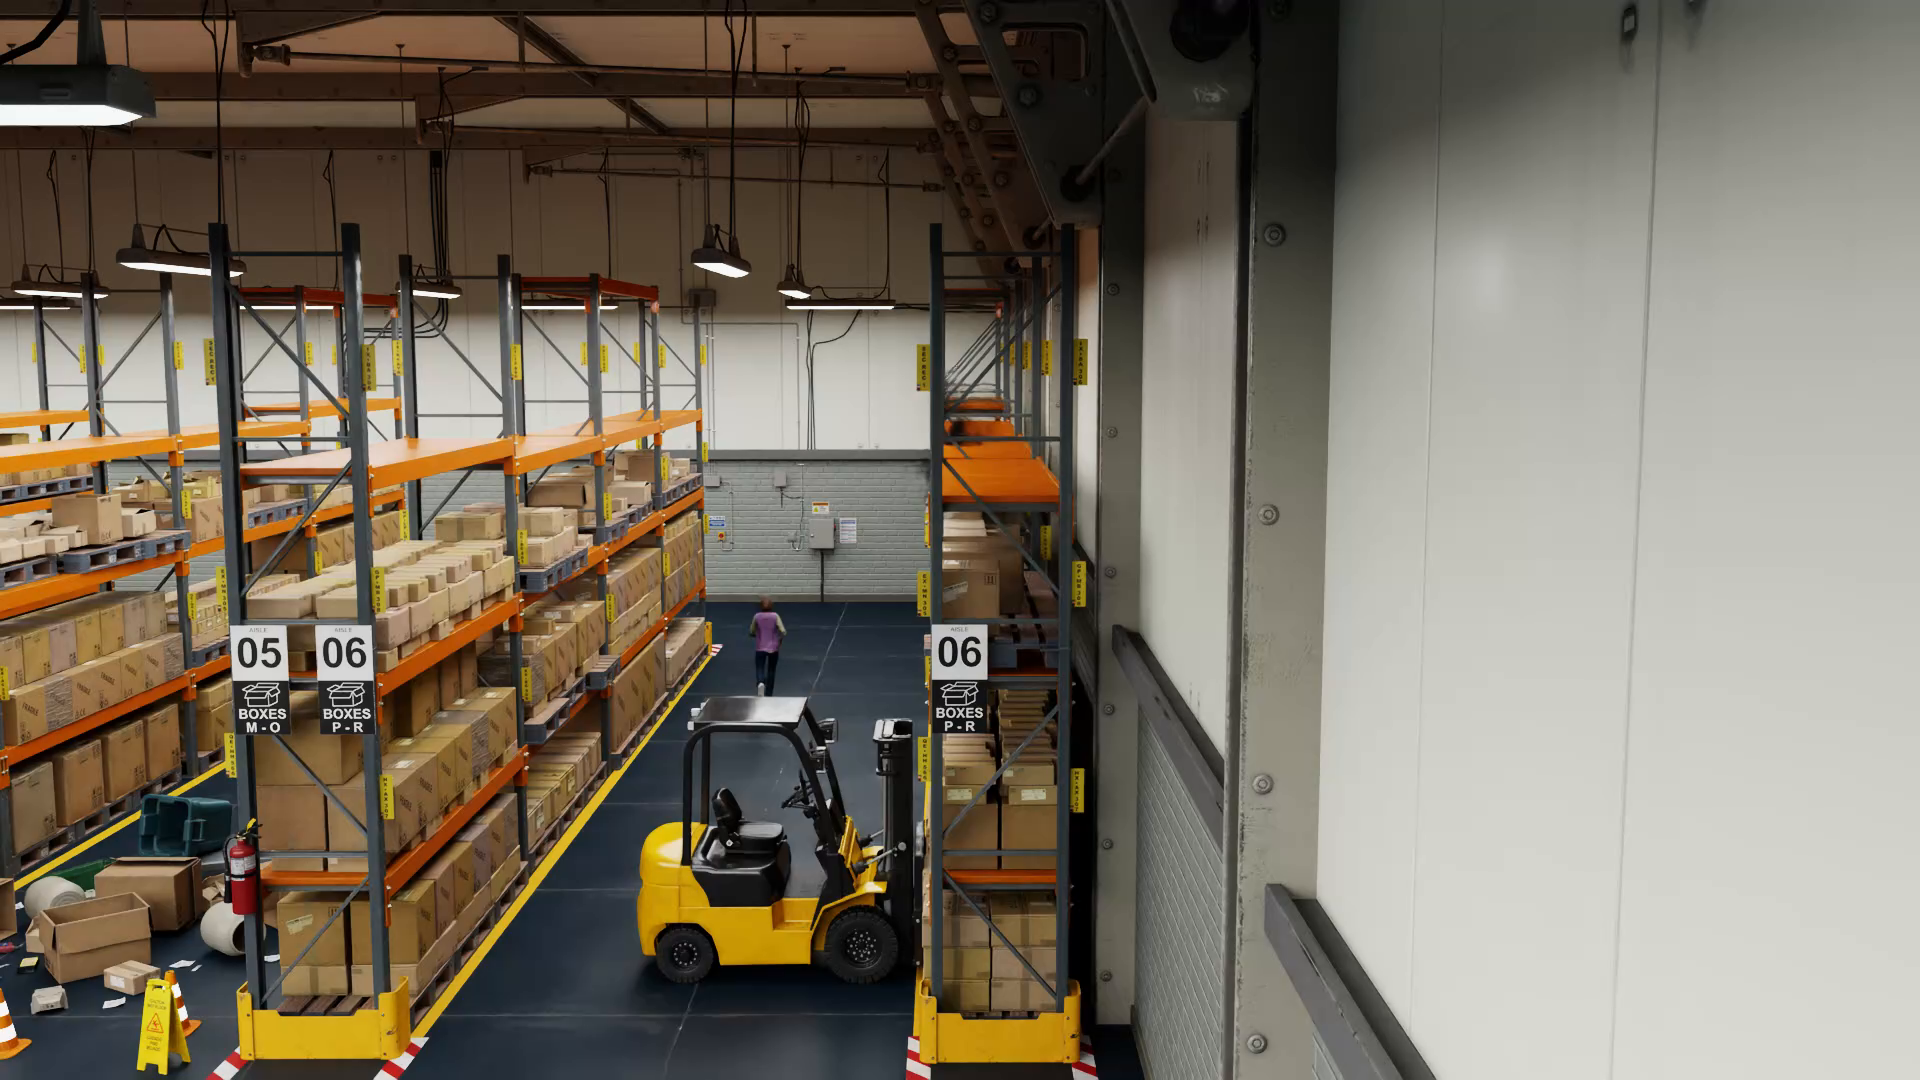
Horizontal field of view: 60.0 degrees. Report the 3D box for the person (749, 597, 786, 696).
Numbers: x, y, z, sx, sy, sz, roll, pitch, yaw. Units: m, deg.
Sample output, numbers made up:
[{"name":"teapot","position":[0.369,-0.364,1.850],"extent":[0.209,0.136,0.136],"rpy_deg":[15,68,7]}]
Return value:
[{"name":"person","position":[-2.782,1.591,24.059],"extent":[0.541,1.552,0.665],"rpy_deg":[0,7,-4]}]
